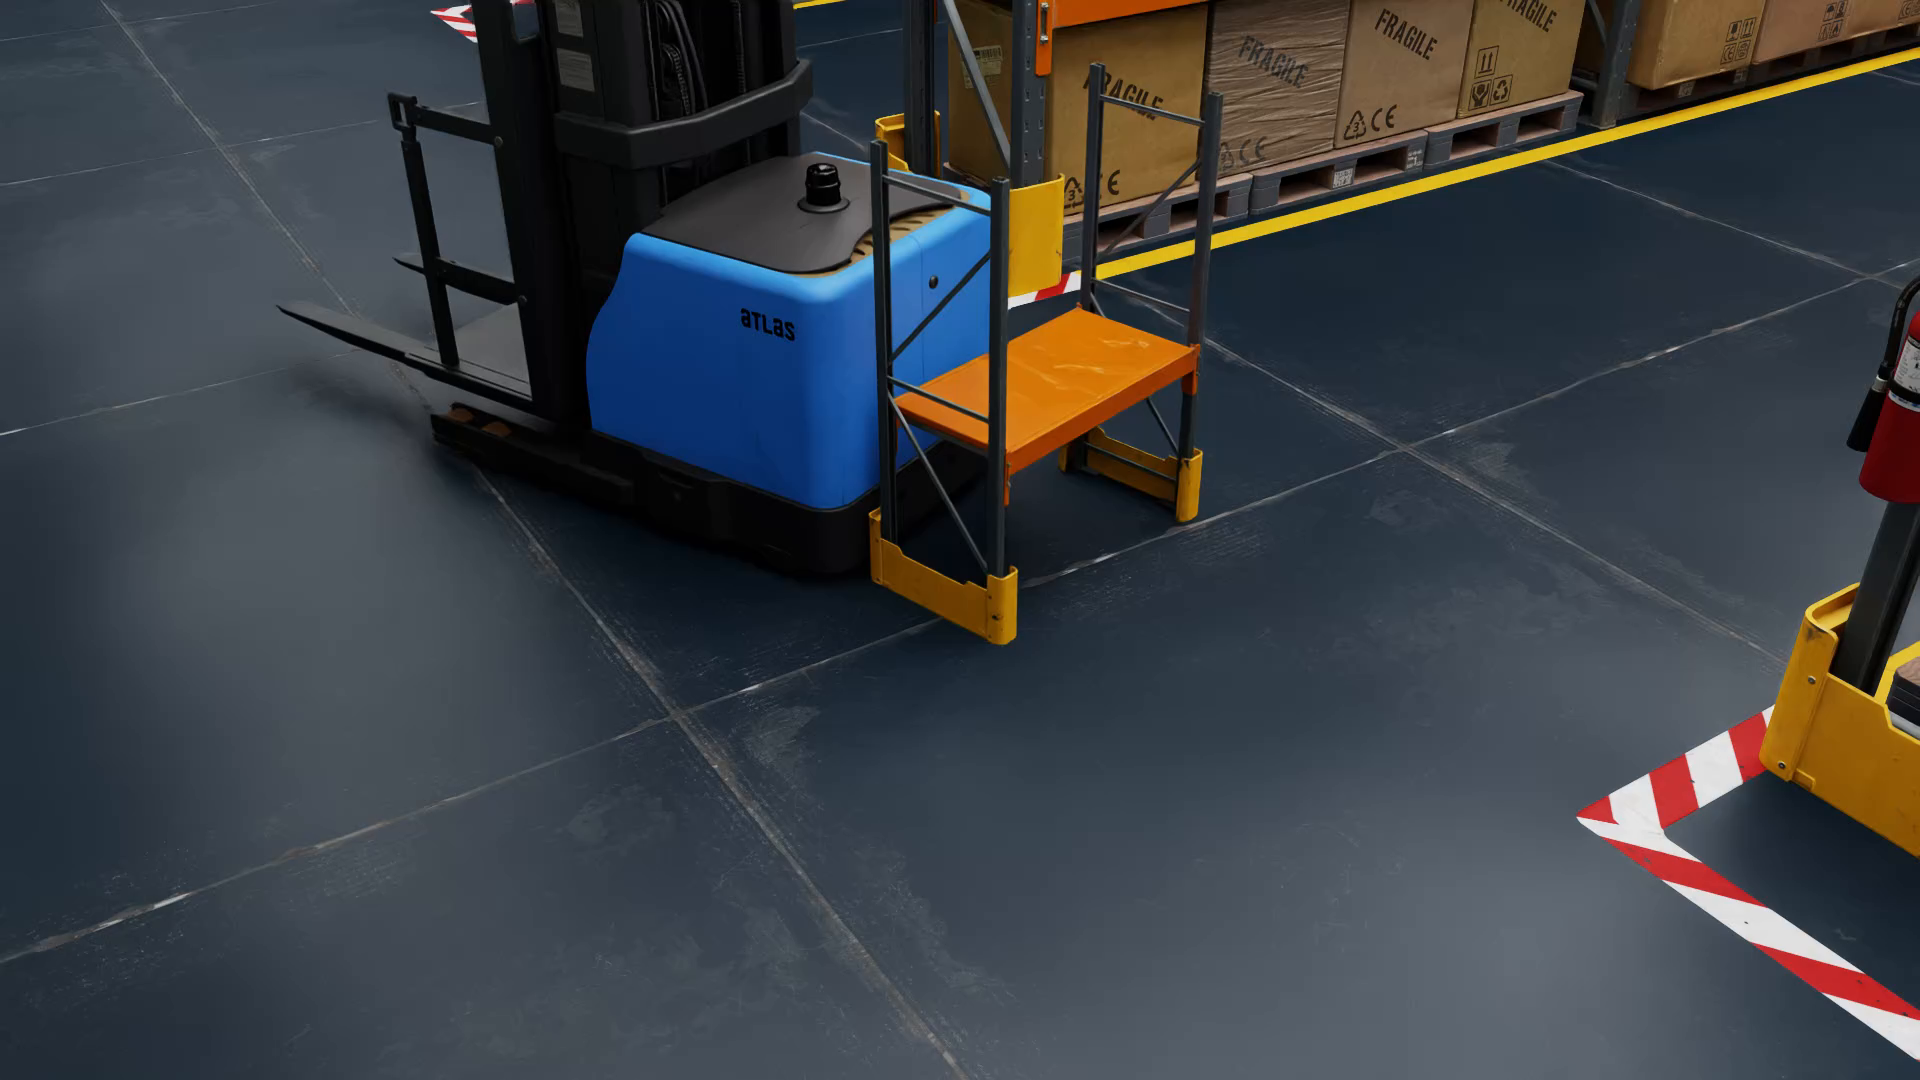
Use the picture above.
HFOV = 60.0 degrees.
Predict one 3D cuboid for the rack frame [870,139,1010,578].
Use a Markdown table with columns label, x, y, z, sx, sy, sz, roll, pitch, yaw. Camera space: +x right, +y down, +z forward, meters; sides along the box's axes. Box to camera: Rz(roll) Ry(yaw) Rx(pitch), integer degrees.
| label | x | y | z | sx | sy | sz | roll | pitch | yaw |
| --- | --- | --- | --- | --- | --- | --- | --- | --- | --- |
| rack frame | -0.061 | -0.418 | 5.006 | 0.500 | 1.500 | 0.032 | 25 | 40 | 34 |

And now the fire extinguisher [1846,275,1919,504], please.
| label | x | y | z | sx | sy | sz | roll | pitch | yaw |
| --- | --- | --- | --- | --- | --- | --- | --- | --- | --- |
| fire extinguisher | 2.359 | -0.415 | 4.019 | 0.183 | 0.674 | 0.296 | -19 | 37 | -27 |

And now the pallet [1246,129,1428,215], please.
| label | x | y | z | sx | sy | sz | roll | pitch | yaw |
| --- | --- | --- | --- | --- | --- | --- | --- | --- | --- |
| pallet | 1.703 | -2.104 | 8.887 | 1.213 | 0.211 | 1.003 | -19 | 37 | -27 |

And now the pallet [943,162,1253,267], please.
| label | x | y | z | sx | sy | sz | roll | pitch | yaw |
| --- | --- | --- | --- | --- | --- | --- | --- | --- | --- |
| pallet | 0.678 | -1.753 | 8.331 | 1.213 | 0.211 | 1.003 | -19 | 37 | -27 |

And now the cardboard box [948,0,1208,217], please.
| label | x | y | z | sx | sy | sz | roll | pitch | yaw |
| --- | --- | --- | --- | --- | --- | --- | --- | --- | --- |
| cardboard box | 0.543 | -2.166 | 7.970 | 0.875 | 0.875 | 0.875 | -19 | 37 | -27 |

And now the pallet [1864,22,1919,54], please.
| label | x | y | z | sx | sy | sz | roll | pitch | yaw |
| --- | --- | --- | --- | --- | --- | --- | --- | --- | --- |
| pallet | 6.069 | -3.605 | 11.268 | 1.213 | 0.211 | 1.003 | -19 | 37 | -27 |

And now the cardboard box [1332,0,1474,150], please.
| label | x | y | z | sx | sy | sz | roll | pitch | yaw |
| --- | --- | --- | --- | --- | --- | --- | --- | --- | --- |
| cardboard box | 2.056 | -2.687 | 8.795 | 0.875 | 0.875 | 0.875 | -19 | 37 | -27 |

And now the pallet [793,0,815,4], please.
| label | x | y | z | sx | sy | sz | roll | pitch | yaw |
| --- | --- | --- | --- | --- | --- | --- | --- | --- | --- |
| pallet | -1.788 | -3.981 | 11.864 | 1.213 | 0.211 | 1.003 | -19 | 37 | -27 |

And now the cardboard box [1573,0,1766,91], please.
| label | x | y | z | sx | sy | sz | roll | pitch | yaw |
| --- | --- | --- | --- | --- | --- | --- | --- | --- | --- |
| cardboard box | 3.938 | -3.296 | 9.761 | 0.875 | 0.875 | 1.225 | -19 | 37 | -27 |

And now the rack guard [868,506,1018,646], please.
| label | x | y | z | sx | sy | sz | roll | pitch | yaw |
| --- | --- | --- | --- | --- | --- | --- | --- | --- | --- |
| rack guard | -0.060 | 0.111 | 5.341 | 0.587 | 0.250 | 0.087 | 25 | 40 | 34 |

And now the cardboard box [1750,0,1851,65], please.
| label | x | y | z | sx | sy | sz | roll | pitch | yaw |
| --- | --- | --- | --- | --- | --- | --- | --- | --- | --- |
| cardboard box | 4.688 | -3.554 | 10.171 | 0.875 | 0.875 | 1.225 | -20 | 38 | -29 |

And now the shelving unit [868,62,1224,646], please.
| label | x | y | z | sx | sy | sz | roll | pitch | yaw |
| --- | --- | --- | --- | --- | --- | --- | --- | --- | --- |
| shelving unit | 0.271 | -0.616 | 5.321 | 0.587 | 1.500 | 1.083 | 25 | 40 | 34 |

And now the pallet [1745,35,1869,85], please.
| label | x | y | z | sx | sy | sz | roll | pitch | yaw |
| --- | --- | --- | --- | --- | --- | --- | --- | --- | --- |
| pallet | 5.045 | -3.255 | 10.712 | 1.213 | 0.211 | 1.003 | -19 | 37 | -27 |

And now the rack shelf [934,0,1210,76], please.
| label | x | y | z | sx | sy | sz | roll | pitch | yaw |
| --- | --- | --- | --- | --- | --- | --- | --- | --- | --- |
| rack shelf | 1.730 | -2.940 | 8.274 | 4.000 | 0.370 | 1.077 | -19 | 37 | -27 |

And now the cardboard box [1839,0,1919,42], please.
| label | x | y | z | sx | sy | sz | roll | pitch | yaw |
| --- | --- | --- | --- | --- | --- | --- | --- | --- | --- |
| cardboard box | 5.428 | -3.814 | 10.582 | 0.875 | 0.875 | 1.225 | -19 | 37 | -27 |

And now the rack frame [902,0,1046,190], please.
| label | x | y | z | sx | sy | sz | roll | pitch | yaw |
| --- | --- | --- | --- | --- | --- | --- | --- | --- | --- |
| rack frame | 0.049 | -2.666 | 7.165 | 0.127 | 3.000 | 1.000 | -19 | 37 | -27 |

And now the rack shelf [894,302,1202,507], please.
| label | x | y | z | sx | sy | sz | roll | pitch | yaw |
| --- | --- | --- | --- | --- | --- | --- | --- | --- | --- |
| rack shelf | 0.277 | -0.468 | 5.423 | 0.538 | 0.185 | 1.000 | 25 | 40 | 34 |

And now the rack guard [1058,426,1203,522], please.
| label | x | y | z | sx | sy | sz | roll | pitch | yaw |
| --- | --- | --- | --- | --- | --- | --- | --- | --- | --- |
| rack guard | 0.603 | -0.286 | 5.969 | 0.587 | 0.250 | 0.087 | 25 | 40 | 34 |

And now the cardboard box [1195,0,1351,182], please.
| label | x | y | z | sx | sy | sz | roll | pitch | yaw |
| --- | --- | --- | --- | --- | --- | --- | --- | --- | --- |
| cardboard box | 1.308 | -2.429 | 8.387 | 0.875 | 0.875 | 0.875 | -19 | 37 | -27 |

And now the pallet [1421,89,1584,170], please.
| label | x | y | z | sx | sy | sz | roll | pitch | yaw |
| --- | --- | --- | --- | --- | --- | --- | --- | --- | --- |
| pallet | 2.729 | -2.459 | 9.450 | 1.213 | 0.211 | 1.003 | -19 | 37 | -27 |

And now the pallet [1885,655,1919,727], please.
| label | x | y | z | sx | sy | sz | roll | pitch | yaw |
| --- | --- | --- | --- | --- | --- | --- | --- | --- | --- |
| pallet | 3.446 | 0.513 | 4.739 | 1.213 | 0.211 | 1.003 | -19 | 37 | -27 |

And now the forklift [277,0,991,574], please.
| label | x | y | z | sx | sy | sz | roll | pitch | yaw |
| --- | --- | --- | --- | --- | --- | --- | --- | --- | --- |
| forklift | -1.375 | -1.724 | 5.735 | 3.031 | 2.935 | 1.130 | 19 | 37 | 28 |

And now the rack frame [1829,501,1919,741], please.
| label | x | y | z | sx | sy | sz | roll | pitch | yaw |
| --- | --- | --- | --- | --- | --- | --- | --- | --- | --- |
| rack frame | 2.732 | -0.445 | 3.644 | 0.127 | 3.000 | 1.000 | -19 | 37 | -27 |

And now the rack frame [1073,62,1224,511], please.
| label | x | y | z | sx | sy | sz | roll | pitch | yaw |
| --- | --- | --- | --- | --- | --- | --- | --- | --- | --- |
| rack frame | 0.616 | -0.822 | 5.648 | 0.500 | 1.500 | 0.032 | 25 | 40 | 34 |

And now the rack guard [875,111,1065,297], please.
| label | x | y | z | sx | sy | sz | roll | pitch | yaw |
| --- | --- | --- | --- | --- | --- | --- | --- | --- | --- |
| rack guard | 0.028 | -1.602 | 7.821 | 0.348 | 0.500 | 1.175 | -19 | 37 | -27 |

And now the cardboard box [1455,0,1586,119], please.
| label | x | y | z | sx | sy | sz | roll | pitch | yaw |
| --- | --- | --- | --- | --- | --- | --- | --- | --- | --- |
| cardboard box | 2.813 | -2.947 | 9.208 | 0.875 | 0.875 | 0.875 | -19 | 37 | -27 |

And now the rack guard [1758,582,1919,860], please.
| label | x | y | z | sx | sy | sz | roll | pitch | yaw |
| --- | --- | --- | --- | --- | --- | --- | --- | --- | --- |
| rack guard | 2.719 | 0.625 | 4.291 | 0.348 | 0.500 | 1.175 | -19 | 37 | -27 |

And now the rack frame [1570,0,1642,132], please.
| label | x | y | z | sx | sy | sz | roll | pitch | yaw |
| --- | --- | --- | --- | --- | --- | --- | --- | --- | --- |
| rack frame | 3.411 | -3.823 | 8.998 | 0.127 | 3.000 | 1.000 | -19 | 37 | -27 |

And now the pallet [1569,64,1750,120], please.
| label | x | y | z | sx | sy | sz | roll | pitch | yaw |
| --- | --- | --- | --- | --- | --- | --- | --- | --- | --- |
| pallet | 4.018 | -2.900 | 10.150 | 1.213 | 0.211 | 1.003 | -19 | 37 | -27 |
